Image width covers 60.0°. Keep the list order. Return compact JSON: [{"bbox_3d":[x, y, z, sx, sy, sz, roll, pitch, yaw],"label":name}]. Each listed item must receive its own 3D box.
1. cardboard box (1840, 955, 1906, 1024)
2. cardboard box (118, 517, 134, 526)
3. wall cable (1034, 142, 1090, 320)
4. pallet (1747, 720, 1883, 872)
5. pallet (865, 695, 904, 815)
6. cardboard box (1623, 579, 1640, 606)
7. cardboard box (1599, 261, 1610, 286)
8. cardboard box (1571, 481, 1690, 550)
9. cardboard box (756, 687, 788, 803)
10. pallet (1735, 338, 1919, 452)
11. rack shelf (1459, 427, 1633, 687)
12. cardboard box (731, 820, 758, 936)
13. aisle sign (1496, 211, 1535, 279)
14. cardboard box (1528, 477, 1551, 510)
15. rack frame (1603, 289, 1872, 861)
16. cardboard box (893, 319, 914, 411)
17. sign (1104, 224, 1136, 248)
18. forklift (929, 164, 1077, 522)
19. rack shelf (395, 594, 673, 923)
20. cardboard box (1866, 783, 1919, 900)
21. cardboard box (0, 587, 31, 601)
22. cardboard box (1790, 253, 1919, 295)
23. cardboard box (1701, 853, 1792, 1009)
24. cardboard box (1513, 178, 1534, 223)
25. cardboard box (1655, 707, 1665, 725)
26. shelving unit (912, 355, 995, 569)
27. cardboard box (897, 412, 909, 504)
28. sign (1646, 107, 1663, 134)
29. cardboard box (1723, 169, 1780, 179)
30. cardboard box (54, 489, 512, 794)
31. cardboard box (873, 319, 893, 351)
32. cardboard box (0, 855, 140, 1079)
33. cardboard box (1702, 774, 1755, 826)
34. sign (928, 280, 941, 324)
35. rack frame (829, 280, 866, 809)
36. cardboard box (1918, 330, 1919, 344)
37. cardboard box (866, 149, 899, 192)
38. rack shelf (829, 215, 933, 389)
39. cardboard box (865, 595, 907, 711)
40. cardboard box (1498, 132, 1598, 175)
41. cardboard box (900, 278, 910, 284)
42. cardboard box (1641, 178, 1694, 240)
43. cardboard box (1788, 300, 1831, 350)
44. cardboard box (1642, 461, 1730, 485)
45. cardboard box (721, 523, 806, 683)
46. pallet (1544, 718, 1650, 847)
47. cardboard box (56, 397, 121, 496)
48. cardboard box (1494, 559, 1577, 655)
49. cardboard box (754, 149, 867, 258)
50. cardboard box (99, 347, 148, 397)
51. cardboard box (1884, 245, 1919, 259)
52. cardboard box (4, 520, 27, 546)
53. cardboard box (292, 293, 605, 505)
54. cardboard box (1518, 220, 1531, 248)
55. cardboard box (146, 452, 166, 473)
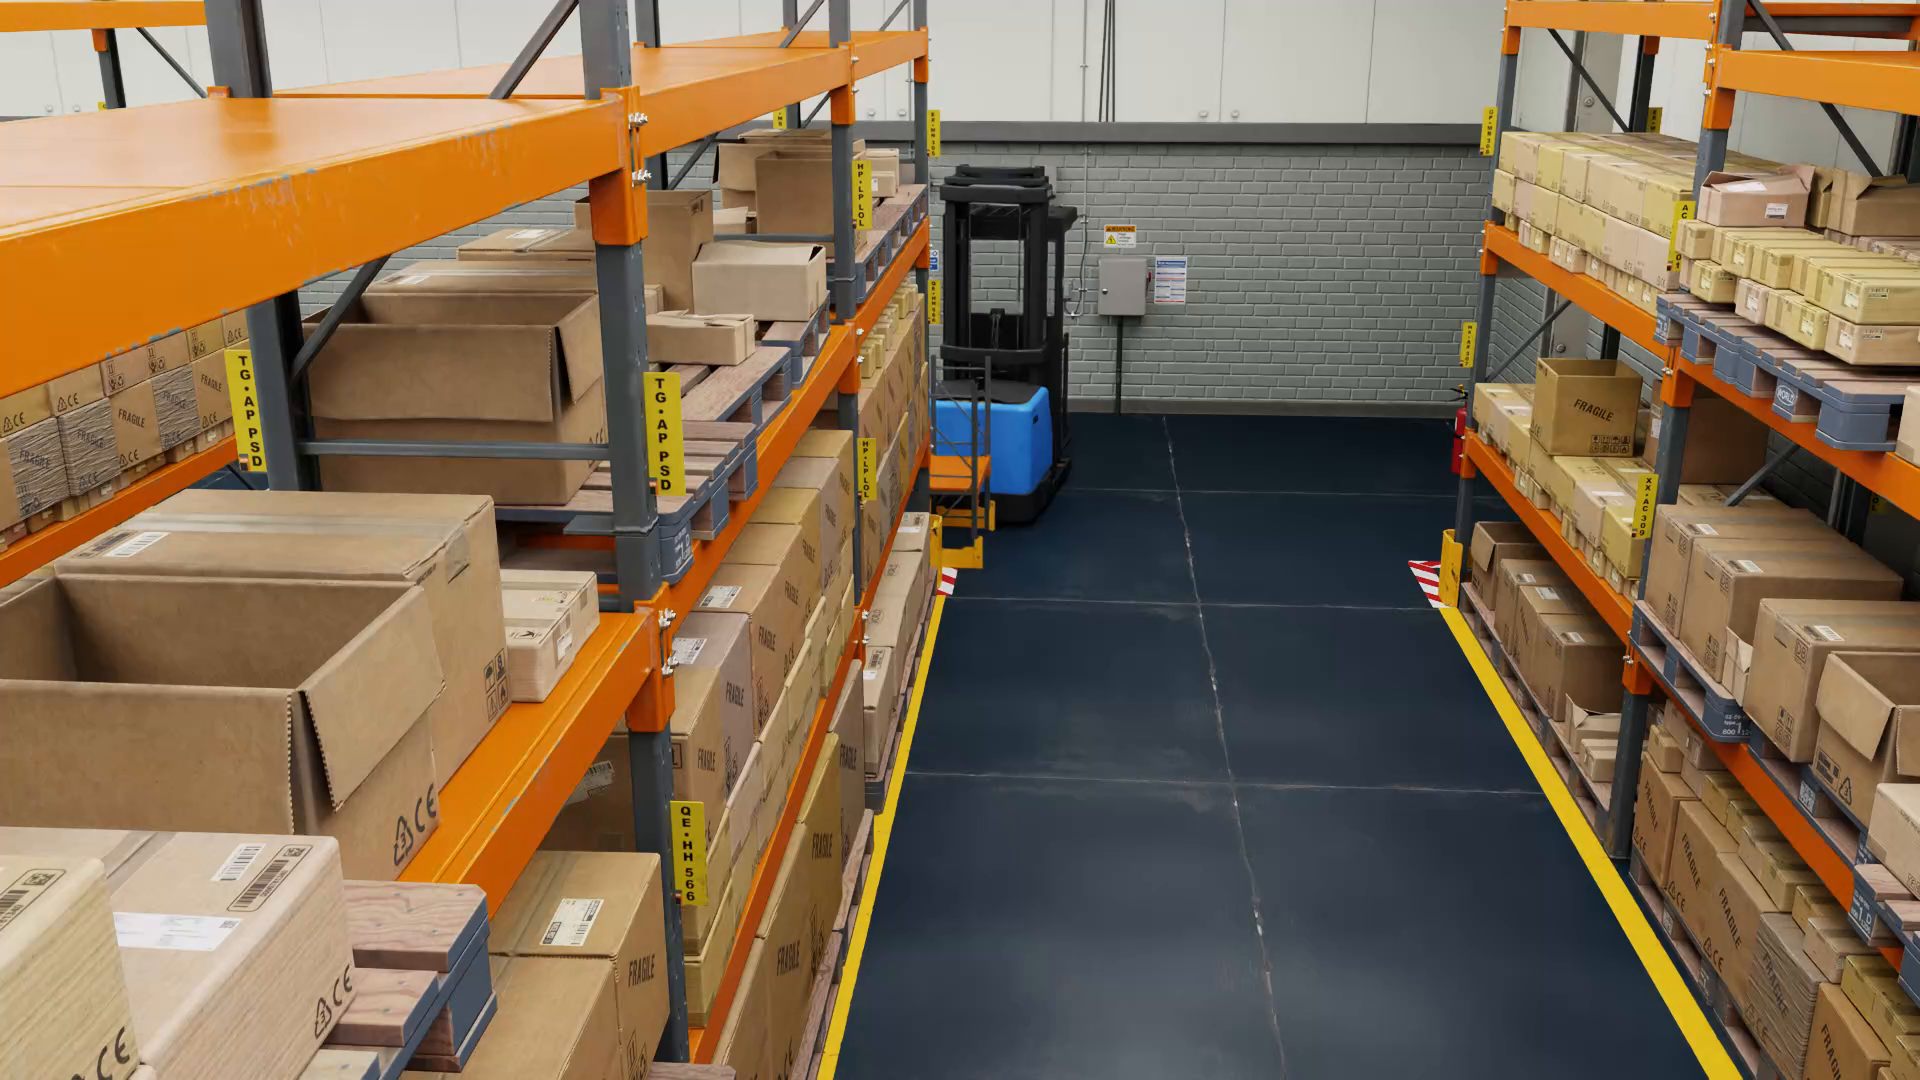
[{"bbox_3d":[3.561,1.693,6.238,0.380,0.149,0.250,1,18,3],"label":"cardboard box"},{"bbox_3d":[-5.953,-0.061,12.240,0.380,0.149,0.250,2,18,5],"label":"cardboard box"},{"bbox_3d":[1.064,-3.304,17.559,0.588,1.984,0.122,1,18,4],"label":"wall cable"},{"bbox_3d":[3.780,0.984,6.412,1.003,0.211,1.213,1,18,4],"label":"pallet"},{"bbox_3d":[-0.886,1.235,9.814,1.003,0.211,1.213,1,18,4],"label":"pallet"},{"bbox_3d":[3.703,0.269,8.689,0.380,0.149,0.250,2,18,5],"label":"cardboard box"},{"bbox_3d":[3.783,-1.488,9.233,0.380,0.149,0.250,2,18,6],"label":"cardboard box"},{"bbox_3d":[3.747,-0.135,9.282,0.500,0.250,0.500,1,18,4],"label":"cardboard box"},{"bbox_3d":[-0.937,0.754,6.244,0.500,0.250,0.500,1,18,4],"label":"cardboard box"},{"bbox_3d":[3.744,-0.559,6.296,1.213,0.211,1.003,1,18,4],"label":"pallet"},{"bbox_3d":[4.076,-0.025,10.338,1.077,0.370,4.000,1,18,4],"label":"rack shelf"},{"bbox_3d":[-1.000,1.152,5.831,0.500,0.250,0.500,1,18,2],"label":"cardboard box"},{"bbox_3d":[3.931,-2.251,11.801,0.394,0.787,0.004,1,18,4],"label":"aisle sign"},{"bbox_3d":[3.781,-0.292,10.399,0.380,0.149,0.250,2,18,5],"label":"cardboard box"},{"bbox_3d":[3.932,0.254,8.330,1.000,3.000,0.127,1,18,4],"label":"rack frame"},{"bbox_3d":[-0.576,-1.149,10.846,0.500,0.500,0.500,1,18,4],"label":"cardboard box"},{"bbox_3d":[1.693,-3.215,17.592,0.339,0.242,0.001,1,18,4],"label":"sign"},{"bbox_3d":[0.443,-1.967,15.220,1.130,2.935,3.031,4,19,13],"label":"forklift"},{"bbox_3d":[-1.449,0.924,2.623,1.077,0.370,4.000,1,18,4],"label":"rack shelf"},{"bbox_3d":[3.398,1.033,5.519,0.500,0.250,0.500,0,18,1],"label":"cardboard box"},{"bbox_3d":[-6.177,0.415,10.788,0.380,0.149,0.250,1,18,2],"label":"cardboard box"},{"bbox_3d":[3.513,-1.034,6.534,0.380,0.149,0.250,2,18,5],"label":"cardboard box"},{"bbox_3d":[3.605,1.708,7.233,0.500,0.500,0.500,1,18,2],"label":"cardboard box"},{"bbox_3d":[3.899,-2.194,10.746,0.500,0.250,0.500,2,18,5],"label":"cardboard box"},{"bbox_3d":[4.215,1.132,9.294,0.500,0.311,0.500,2,18,6],"label":"cardboard box"},{"bbox_3d":[-0.053,-0.656,13.516,0.587,1.500,1.083,2,18,6],"label":"shelving unit"},{"bbox_3d":[-0.605,-0.513,10.512,0.500,0.500,0.500,2,18,6],"label":"cardboard box"},{"bbox_3d":[4.771,-2.816,11.460,0.100,0.325,0.005,1,18,4],"label":"sign"},{"bbox_3d":[4.273,-1.788,8.704,0.500,0.250,0.500,1,18,2],"label":"cardboard box"},{"bbox_3d":[-1.384,0.208,3.493,0.700,0.500,0.500,1,18,4],"label":"cardboard box"},{"bbox_3d":[-0.609,-1.251,10.116,0.380,0.149,0.250,1,18,4],"label":"cardboard box"},{"bbox_3d":[-1.125,0.510,1.495,0.500,0.250,0.500,1,18,3],"label":"cardboard box"},{"bbox_3d":[3.691,1.207,7.719,0.380,0.149,0.250,0,18,1],"label":"cardboard box"},{"bbox_3d":[-0.192,-1.744,12.189,0.100,0.325,0.005,1,18,4],"label":"sign"},{"bbox_3d":[-1.019,0.145,8.665,1.000,3.000,0.127,1,18,4],"label":"rack frame"},{"bbox_3d":[3.468,-0.705,5.562,0.380,0.149,0.250,1,18,4],"label":"cardboard box"},{"bbox_3d":[-0.675,-2.557,11.499,0.500,0.250,0.500,0,18,-1],"label":"cardboard box"},{"bbox_3d":[-0.876,-1.560,10.205,1.077,0.370,4.000,1,18,4],"label":"rack shelf"},{"bbox_3d":[-0.803,0.692,10.435,0.875,0.438,0.875,1,18,2],"label":"cardboard box"},{"bbox_3d":[3.937,-2.589,11.150,0.500,0.250,0.500,1,18,3],"label":"cardboard box"},{"bbox_3d":[-0.552,-1.733,11.588,0.380,0.149,0.250,2,18,5],"label":"cardboard box"},{"bbox_3d":[3.728,-1.641,8.257,0.500,0.250,0.500,1,18,4],"label":"cardboard box"},{"bbox_3d":[3.416,-0.819,6.357,0.380,0.149,0.250,2,18,5],"label":"cardboard box"},{"bbox_3d":[4.305,-0.280,9.723,0.500,0.250,0.500,2,18,5],"label":"cardboard box"},{"bbox_3d":[-0.908,0.245,6.591,0.500,0.500,0.500,2,18,5],"label":"cardboard box"},{"bbox_3d":[3.982,1.366,9.415,1.003,0.211,1.213,1,18,4],"label":"pallet"},{"bbox_3d":[-5.576,-0.581,10.241,0.500,0.500,0.500,1,18,3],"label":"cardboard box"},{"bbox_3d":[3.981,0.453,11.064,0.700,0.500,0.500,2,18,6],"label":"cardboard box"},{"bbox_3d":[-0.767,-1.754,8.644,0.500,0.500,0.500,2,18,5],"label":"cardboard box"},{"bbox_3d":[-5.561,-1.210,10.554,0.500,0.500,0.500,1,18,2],"label":"cardboard box"},{"bbox_3d":[3.994,-1.106,6.753,0.380,0.149,0.250,2,18,5],"label":"cardboard box"},{"bbox_3d":[-5.706,-0.062,9.698,0.380,0.149,0.250,0,18,1],"label":"cardboard box"},{"bbox_3d":[-1.429,-0.408,4.692,0.797,0.503,0.637,0,18,1],"label":"cardboard box"},{"bbox_3d":[3.816,-1.964,10.686,0.380,0.149,0.250,2,18,5],"label":"cardboard box"},{"bbox_3d":[-5.598,-0.552,11.193,0.380,0.149,0.250,1,18,2],"label":"cardboard box"}]
